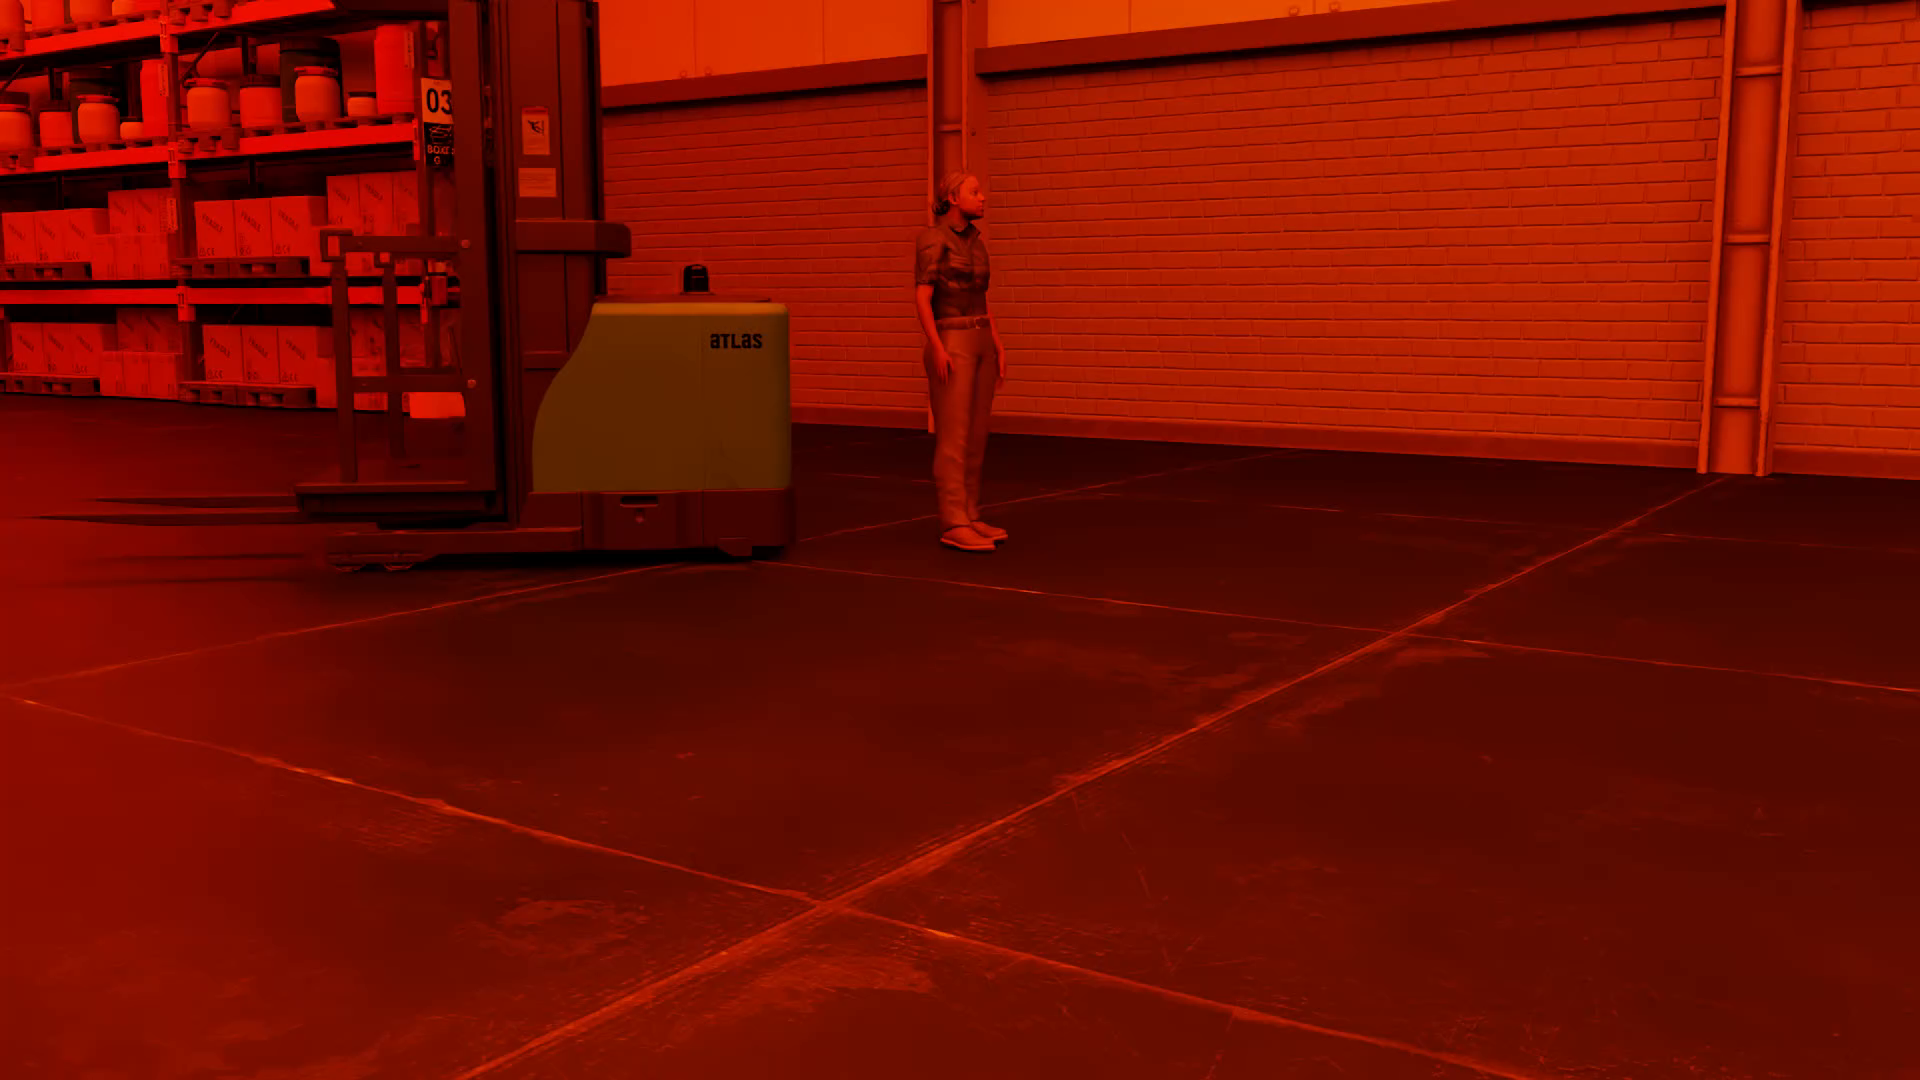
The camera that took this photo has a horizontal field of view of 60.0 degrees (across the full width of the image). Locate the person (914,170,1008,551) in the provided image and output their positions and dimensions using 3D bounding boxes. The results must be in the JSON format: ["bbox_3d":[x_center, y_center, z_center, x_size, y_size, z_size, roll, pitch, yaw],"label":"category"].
[{"bbox_3d":[0.068,-0.812,7.416,0.494,1.656,0.565,5,10,34],"label":"person"}]

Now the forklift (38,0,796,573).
[{"bbox_3d":[-2.253,-1.399,7.034,3.031,2.935,1.130,-1,8,-8],"label":"forklift"}]
